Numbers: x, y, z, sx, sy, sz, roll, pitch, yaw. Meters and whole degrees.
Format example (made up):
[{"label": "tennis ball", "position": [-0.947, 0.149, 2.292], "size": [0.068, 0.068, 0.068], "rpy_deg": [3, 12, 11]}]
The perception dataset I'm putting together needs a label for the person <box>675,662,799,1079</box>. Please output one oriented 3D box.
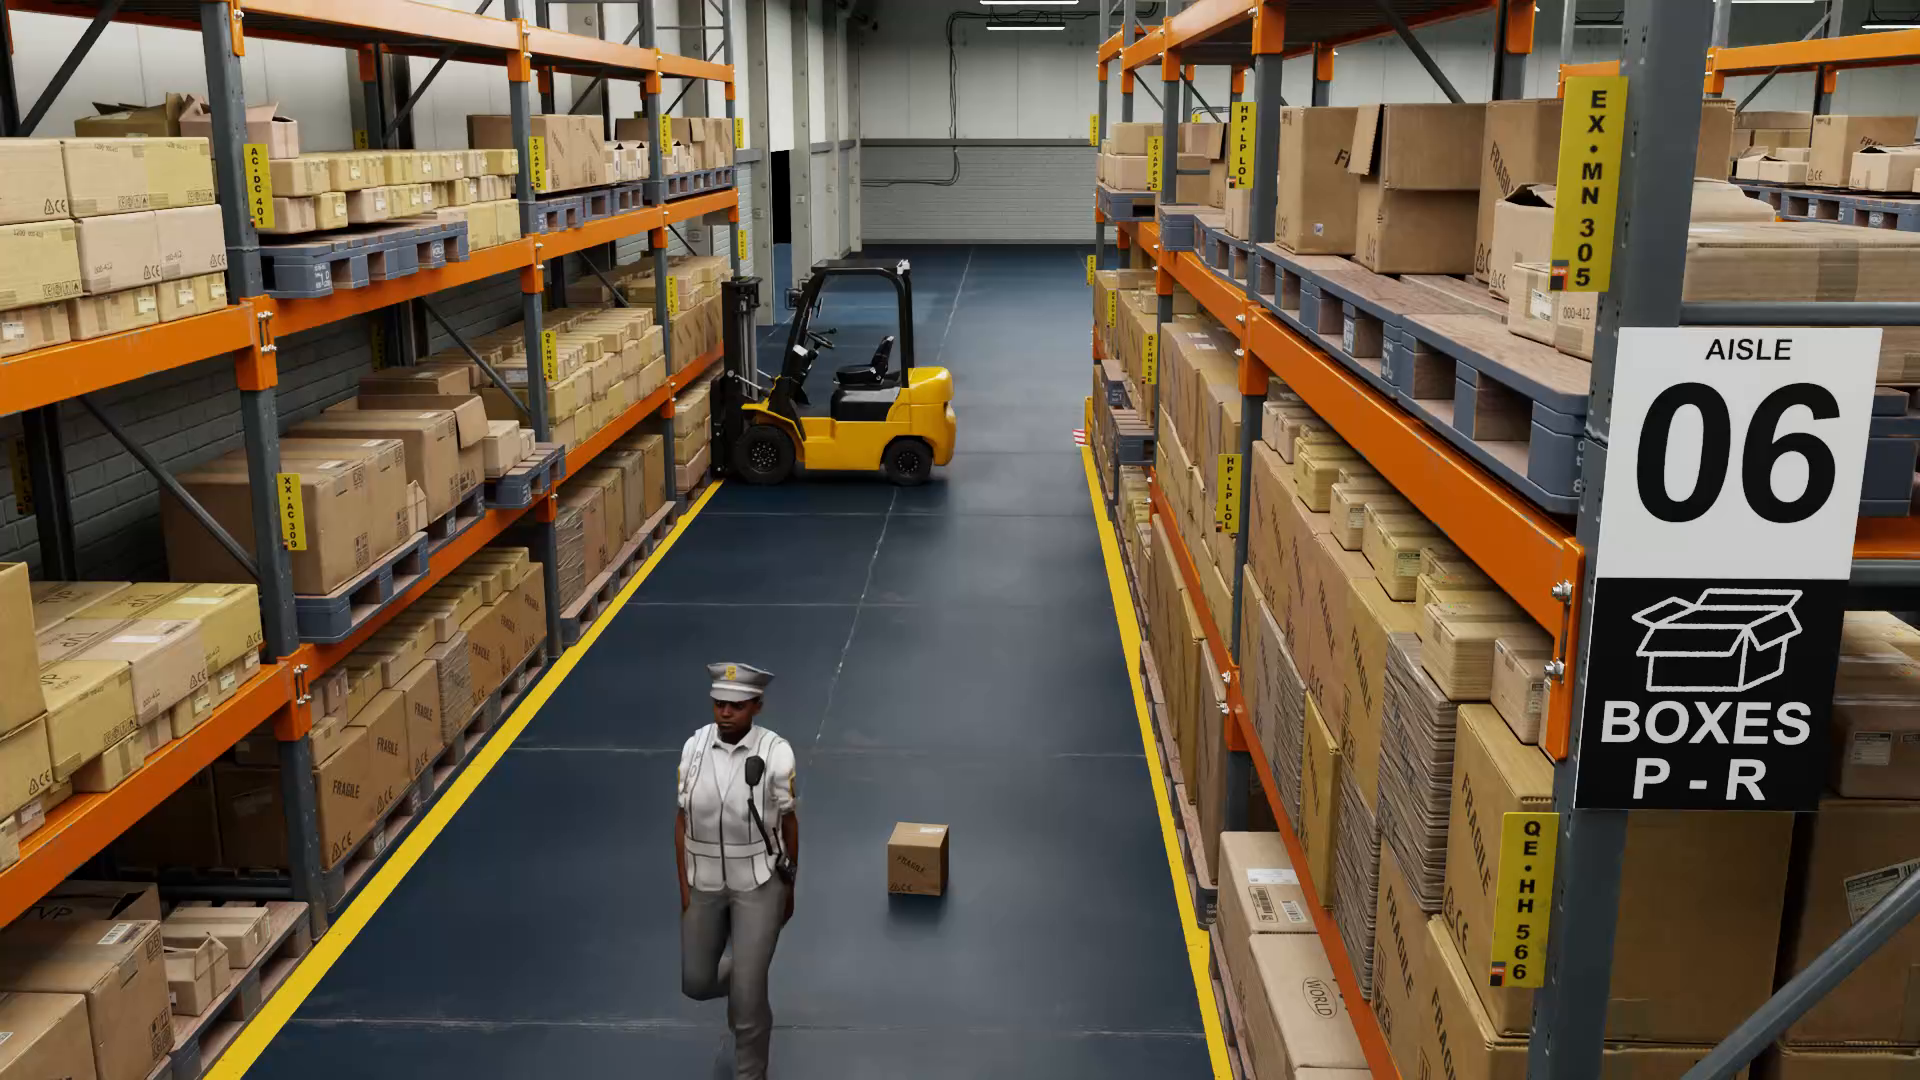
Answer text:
[{"label": "person", "position": [-0.794, 1.214, 6.030], "size": [0.444, 1.669, 0.701], "rpy_deg": [3, 14, 12]}]
